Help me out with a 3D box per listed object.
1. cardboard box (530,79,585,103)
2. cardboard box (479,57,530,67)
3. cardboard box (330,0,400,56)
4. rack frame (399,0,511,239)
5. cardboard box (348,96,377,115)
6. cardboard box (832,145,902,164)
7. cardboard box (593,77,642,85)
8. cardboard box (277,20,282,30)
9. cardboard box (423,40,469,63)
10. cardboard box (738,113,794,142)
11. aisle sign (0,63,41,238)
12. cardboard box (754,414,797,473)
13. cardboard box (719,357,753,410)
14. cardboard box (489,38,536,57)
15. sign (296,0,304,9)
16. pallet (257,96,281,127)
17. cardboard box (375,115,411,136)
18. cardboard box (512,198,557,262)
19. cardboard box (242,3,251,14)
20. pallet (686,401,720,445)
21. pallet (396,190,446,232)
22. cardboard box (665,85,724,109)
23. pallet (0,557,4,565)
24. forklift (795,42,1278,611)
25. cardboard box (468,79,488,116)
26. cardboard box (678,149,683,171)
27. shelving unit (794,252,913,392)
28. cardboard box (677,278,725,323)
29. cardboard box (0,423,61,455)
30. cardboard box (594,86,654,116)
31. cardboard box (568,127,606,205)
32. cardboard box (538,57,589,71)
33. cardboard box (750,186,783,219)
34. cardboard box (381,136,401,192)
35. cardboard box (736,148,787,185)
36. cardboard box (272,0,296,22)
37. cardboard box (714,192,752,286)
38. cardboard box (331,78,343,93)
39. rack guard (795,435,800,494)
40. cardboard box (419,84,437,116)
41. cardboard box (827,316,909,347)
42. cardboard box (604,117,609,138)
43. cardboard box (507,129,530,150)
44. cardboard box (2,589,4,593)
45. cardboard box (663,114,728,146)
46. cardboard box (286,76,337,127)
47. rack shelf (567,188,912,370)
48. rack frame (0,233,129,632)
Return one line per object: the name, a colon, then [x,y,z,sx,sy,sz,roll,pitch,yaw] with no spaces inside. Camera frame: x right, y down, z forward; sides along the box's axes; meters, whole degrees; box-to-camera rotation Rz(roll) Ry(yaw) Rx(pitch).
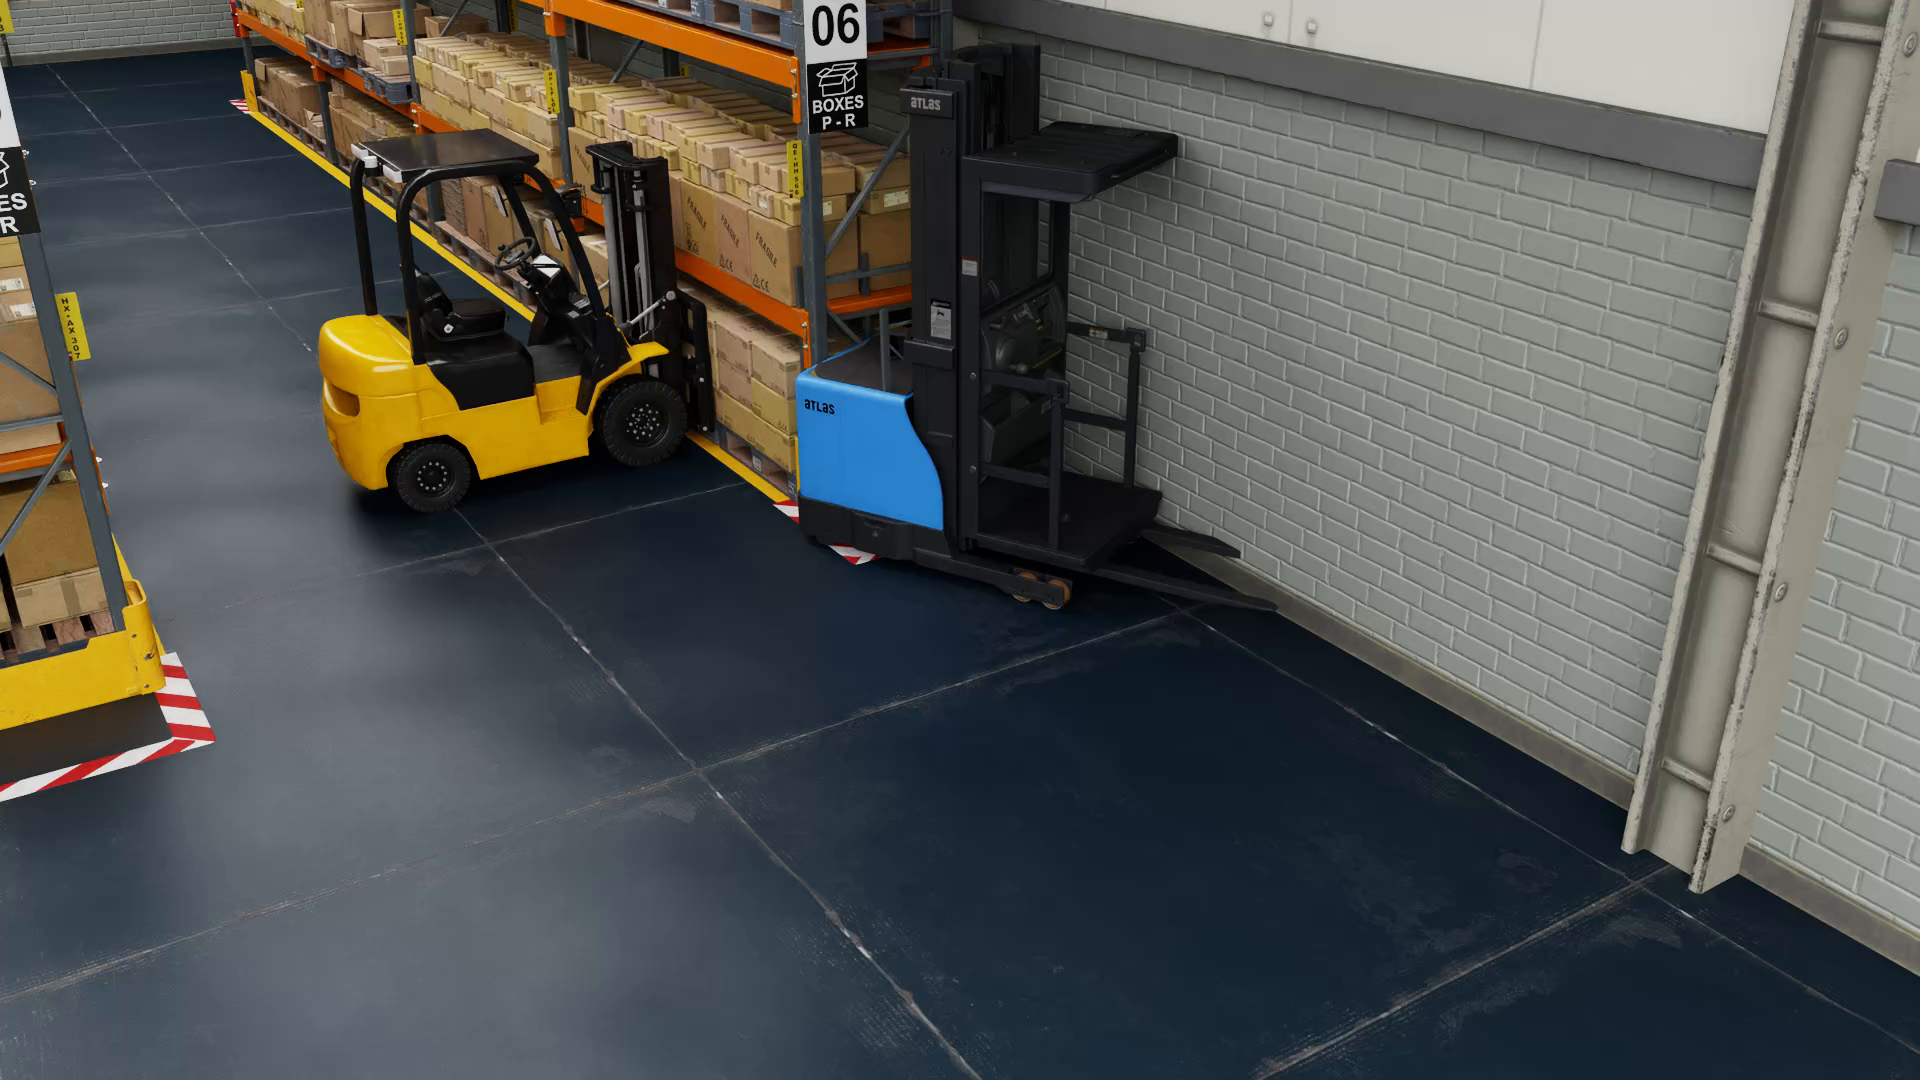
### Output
cardboard box: [-3.294,-3.672,13.638,0.380,0.149,0.250,-16,29,-30]
cardboard box: [-3.996,-4.132,14.613,0.380,0.149,0.250,-16,29,-30]
cardboard box: [-6.255,-5.481,17.737,0.700,0.500,0.500,-16,29,-30]
rack frame: [-4.859,-4.506,16.282,1.000,3.000,0.127,-16,29,-30]
cardboard box: [-6.704,-4.929,18.854,0.380,0.149,0.250,-17,30,-32]
cardboard box: [-0.589,-2.397,10.589,0.380,0.149,0.250,-14,29,-28]
cardboard box: [-2.790,-3.698,13.692,0.380,0.149,0.250,-17,30,-31]
cardboard box: [-8.256,-6.434,20.661,0.380,0.149,0.250,-16,29,-30]
cardboard box: [-4.785,-4.567,15.533,0.380,0.149,0.250,-15,29,-28]
cardboard box: [-1.317,-2.848,11.543,0.380,0.149,0.250,-15,29,-29]
aisle sign: [-4.355,-1.712,7.318,0.394,0.787,0.004,-16,29,-30]
cardboard box: [-1.013,-0.686,10.918,0.500,0.250,0.500,-15,29,-29]
cardboard box: [-1.284,-1.100,11.211,0.500,0.250,0.500,-16,30,-30]
cardboard box: [-4.185,-4.601,15.606,0.380,0.149,0.250,-16,29,-30]
sign: [-7.493,-6.199,18.854,0.100,0.325,0.005,-16,29,-30]
pallet: [-8.749,-5.794,22.277,1.003,0.211,1.213,-16,29,-30]
cardboard box: [-6.041,-4.457,17.855,0.380,0.149,0.250,-17,30,-32]
cardboard box: [-3.387,-2.655,14.650,0.875,0.625,0.625,-16,30,-30]
cardboard box: [-9.277,-7.072,22.012,0.380,0.149,0.250,-16,30,-30]
pallet: [-1.606,-1.083,12.298,1.003,0.211,1.213,-16,29,-30]
pallet: [-5.235,-3.521,17.461,1.003,0.211,1.213,-16,29,-30]
cardboard box: [-1.990,-3.314,12.530,0.380,0.149,0.250,-16,30,-30]
pallet: [-5.766,0.012,9.976,1.003,0.211,1.213,-16,29,-30]
forklift: [0.544,-1.191,9.340,3.031,2.935,1.130,14,29,27]
cardboard box: [-3.979,-3.901,14.590,0.500,0.250,0.500,-15,29,-29]
cardboard box: [-1.698,-2.605,11.378,0.380,0.149,0.250,-16,30,-30]
shelving unit: [-0.500,-0.866,10.173,0.538,1.500,1.048,-17,31,-29]
cardboard box: [-1.842,-1.678,11.848,0.500,0.250,0.500,-16,30,-31]
cardboard box: [-4.661,-0.543,8.180,0.380,0.149,0.250,-15,29,-29]
cardboard box: [-2.517,-3.297,12.495,0.380,0.149,0.250,-15,29,-29]
cardboard box: [-2.652,-2.901,12.764,0.500,0.500,0.500,-16,30,-31]
cardboard box: [-3.481,-4.146,14.641,0.380,0.149,0.250,-15,29,-29]
cardboard box: [-1.080,-2.126,10.364,0.380,0.149,0.250,-15,29,-29]
cardboard box: [-5.823,-4.035,17.719,0.500,0.500,0.500,-14,29,-27]
cardboard box: [-1.190,-2.365,10.521,0.380,0.149,0.250,-15,29,-28]
cardboard box: [-8.072,-6.486,20.303,0.500,0.250,0.500,-16,30,-30]
cardboard box: [-1.256,-1.992,10.840,0.500,0.500,0.500,-15,29,-28]
cardboard box: [-7.019,-5.248,19.181,0.380,0.149,0.250,-16,30,-30]
rack guard: [-0.479,-0.506,10.736,1.175,0.500,0.348,-16,29,-30]
cardboard box: [-4.822,-4.223,15.857,0.500,0.250,0.500,-15,29,-29]
cardboard box: [-0.596,-1.259,10.962,0.500,0.250,0.500,-16,30,-30]
cardboard box: [-2.414,-3.060,12.341,0.380,0.149,0.250,-16,29,-30]
cardboard box: [-3.449,-3.305,13.914,0.500,0.250,0.500,-16,29,-30]
cardboard box: [-5.592,0.153,9.140,0.500,0.250,0.500,-15,29,-29]
cardboard box: [-1.830,-2.838,11.523,0.380,0.149,0.250,-15,29,-29]
cardboard box: [-7.971,-5.500,20.823,0.700,0.500,0.500,-17,30,-31]
rack shelf: [-1.584,-2.035,11.889,1.077,0.370,4.000,-16,29,-30]
rack frame: [-4.649,-0.487,7.767,1.000,3.000,0.127,-16,29,-30]
